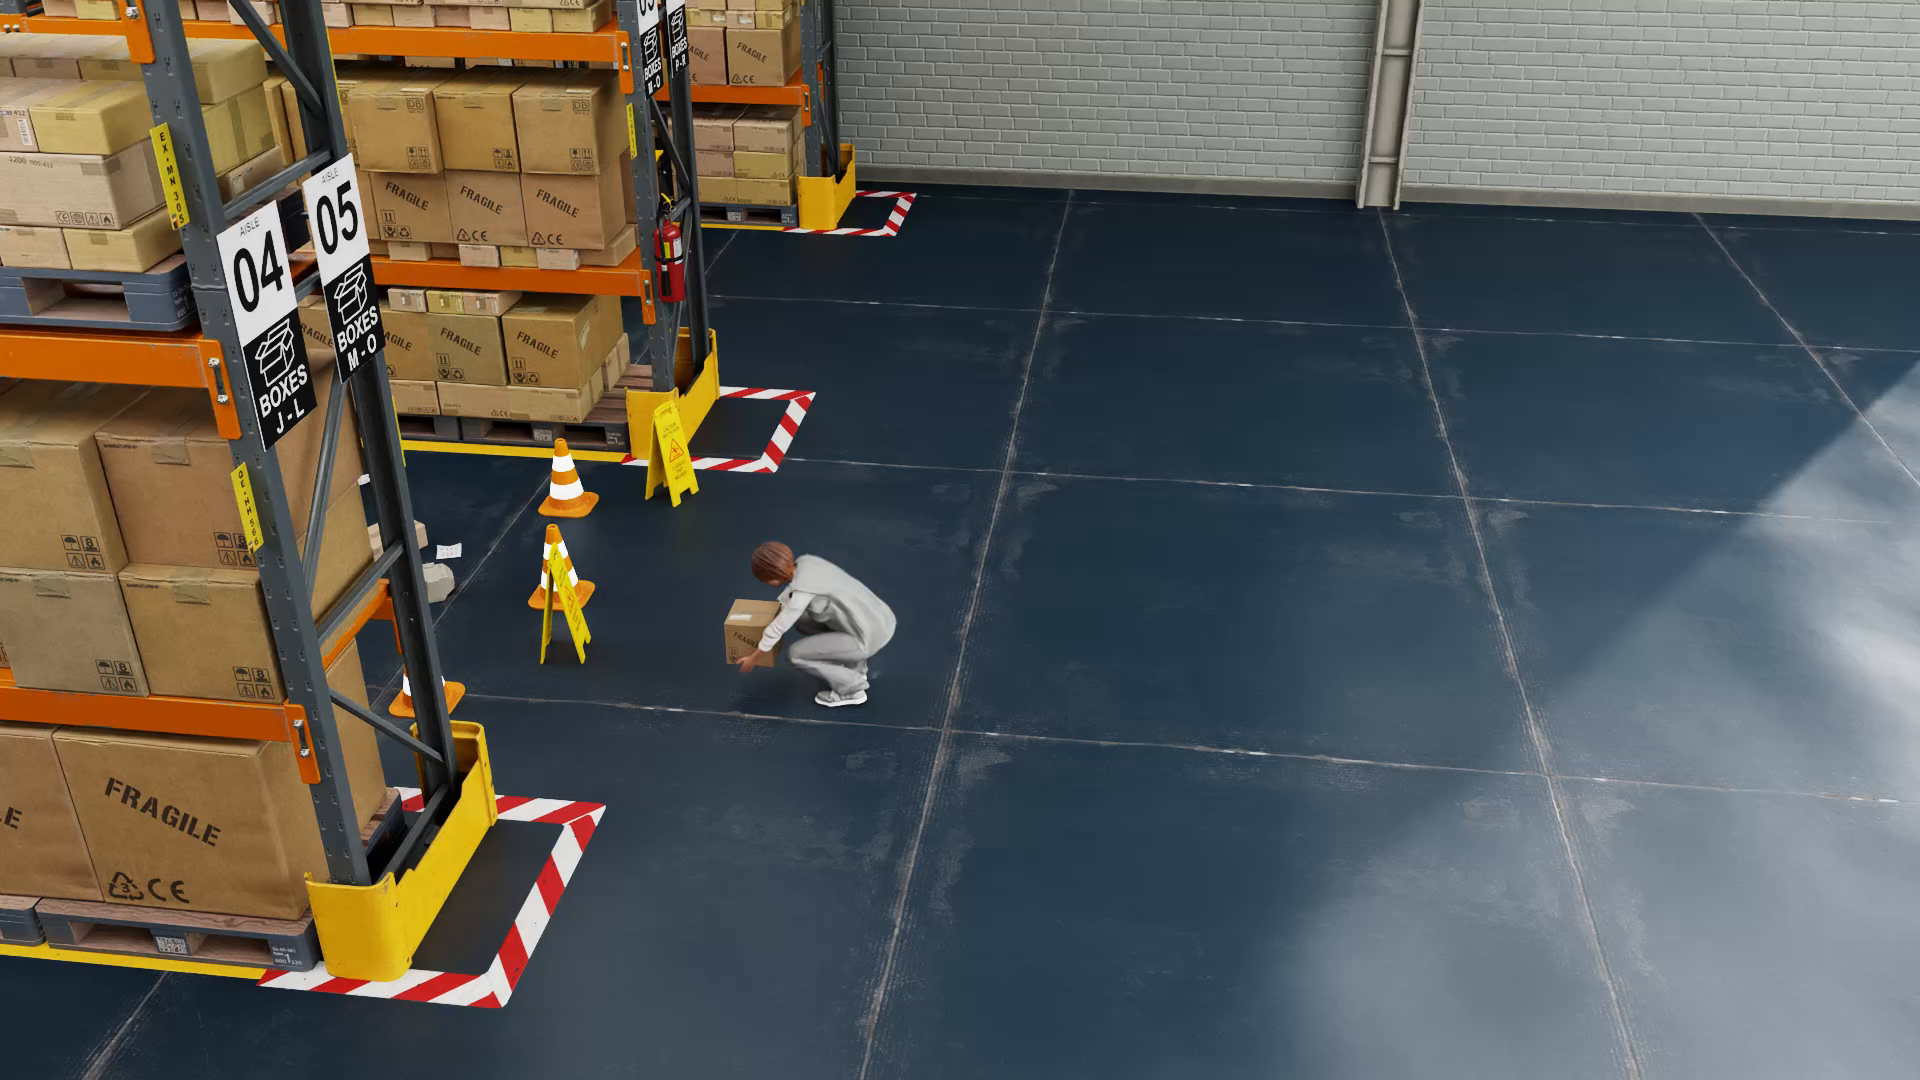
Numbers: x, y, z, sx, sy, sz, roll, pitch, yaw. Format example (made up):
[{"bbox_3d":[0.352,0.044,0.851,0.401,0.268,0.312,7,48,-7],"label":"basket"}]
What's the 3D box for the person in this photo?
[{"bbox_3d":[-0.748,0.412,8.631,0.823,0.890,0.428,3,29,5],"label":"person"}]
